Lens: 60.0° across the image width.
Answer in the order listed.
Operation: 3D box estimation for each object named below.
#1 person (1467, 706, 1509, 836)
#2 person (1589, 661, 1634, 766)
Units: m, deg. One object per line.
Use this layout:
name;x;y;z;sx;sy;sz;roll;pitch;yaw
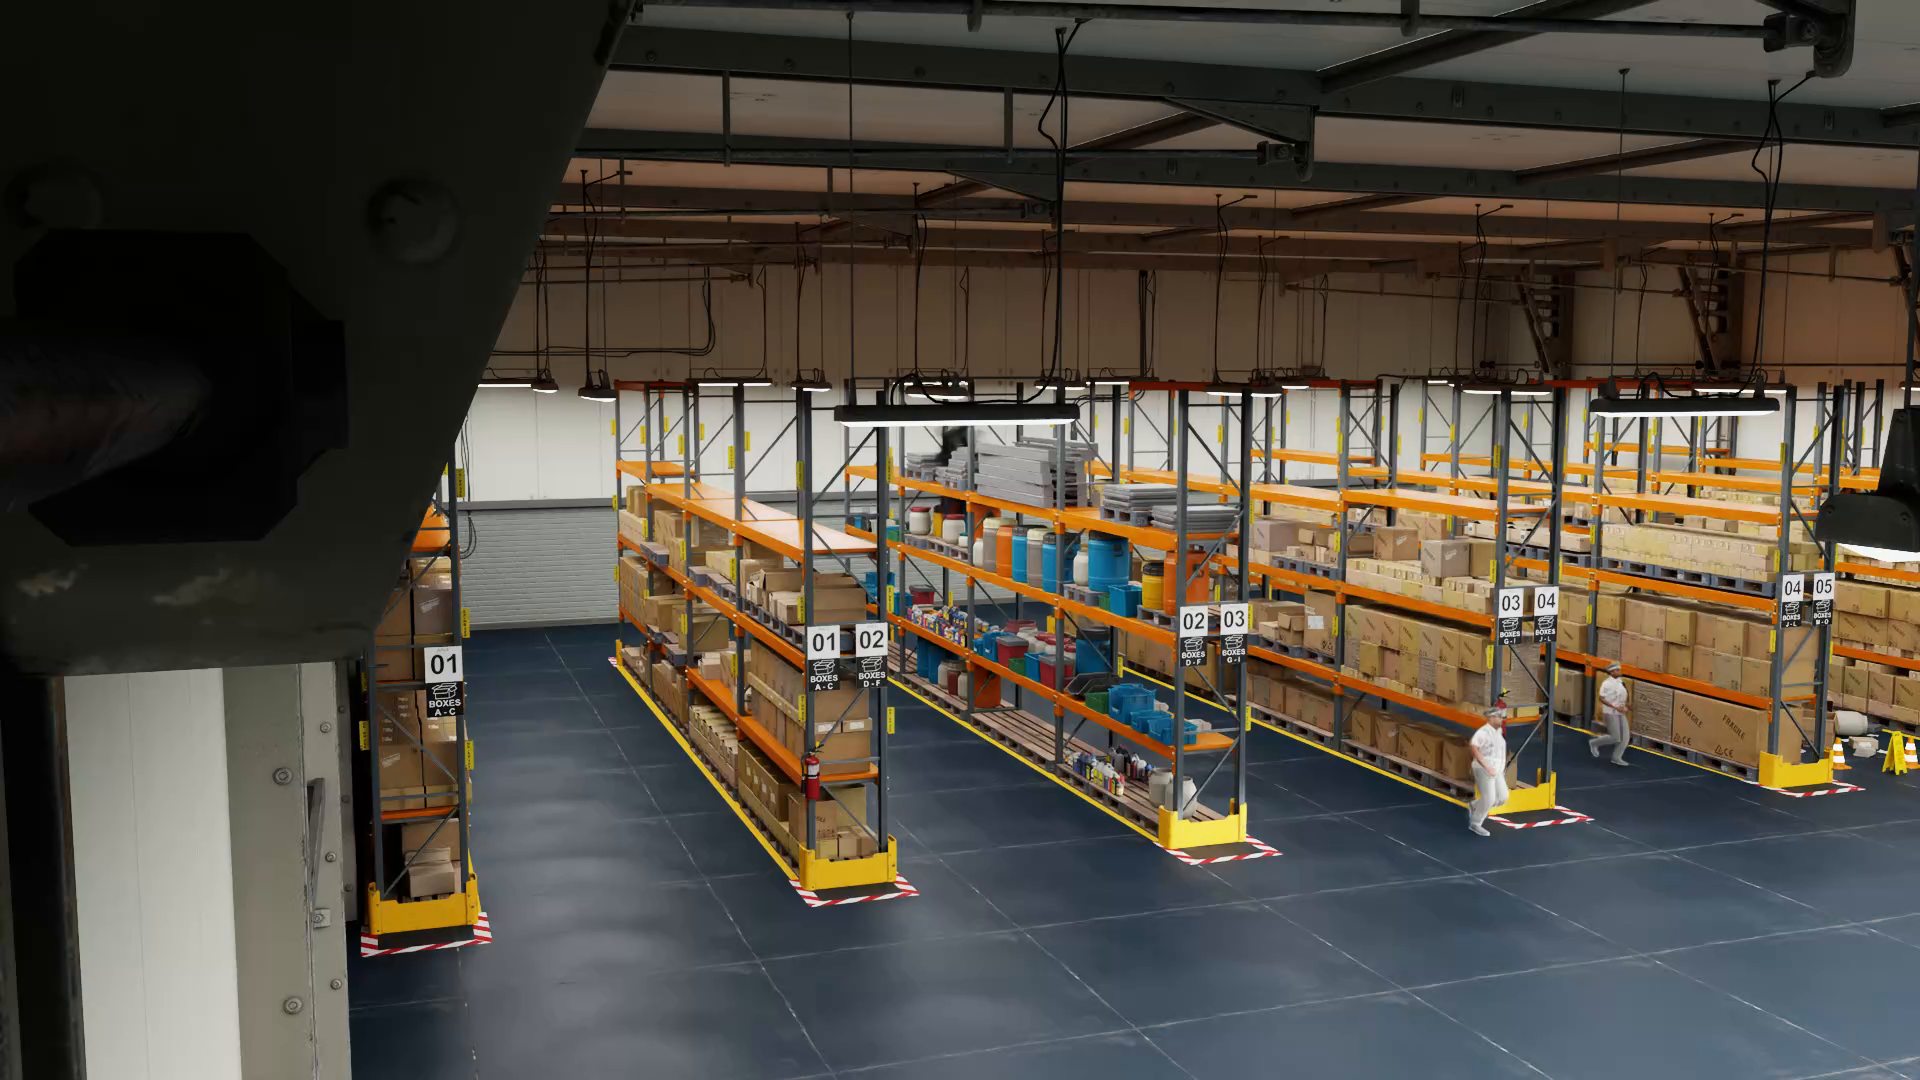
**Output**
person;7.187;3.102;22.594;0.711;1.718;0.553;-5;8;-42
person;10.341;2.722;26.366;0.577;1.651;0.621;-5;8;-38
